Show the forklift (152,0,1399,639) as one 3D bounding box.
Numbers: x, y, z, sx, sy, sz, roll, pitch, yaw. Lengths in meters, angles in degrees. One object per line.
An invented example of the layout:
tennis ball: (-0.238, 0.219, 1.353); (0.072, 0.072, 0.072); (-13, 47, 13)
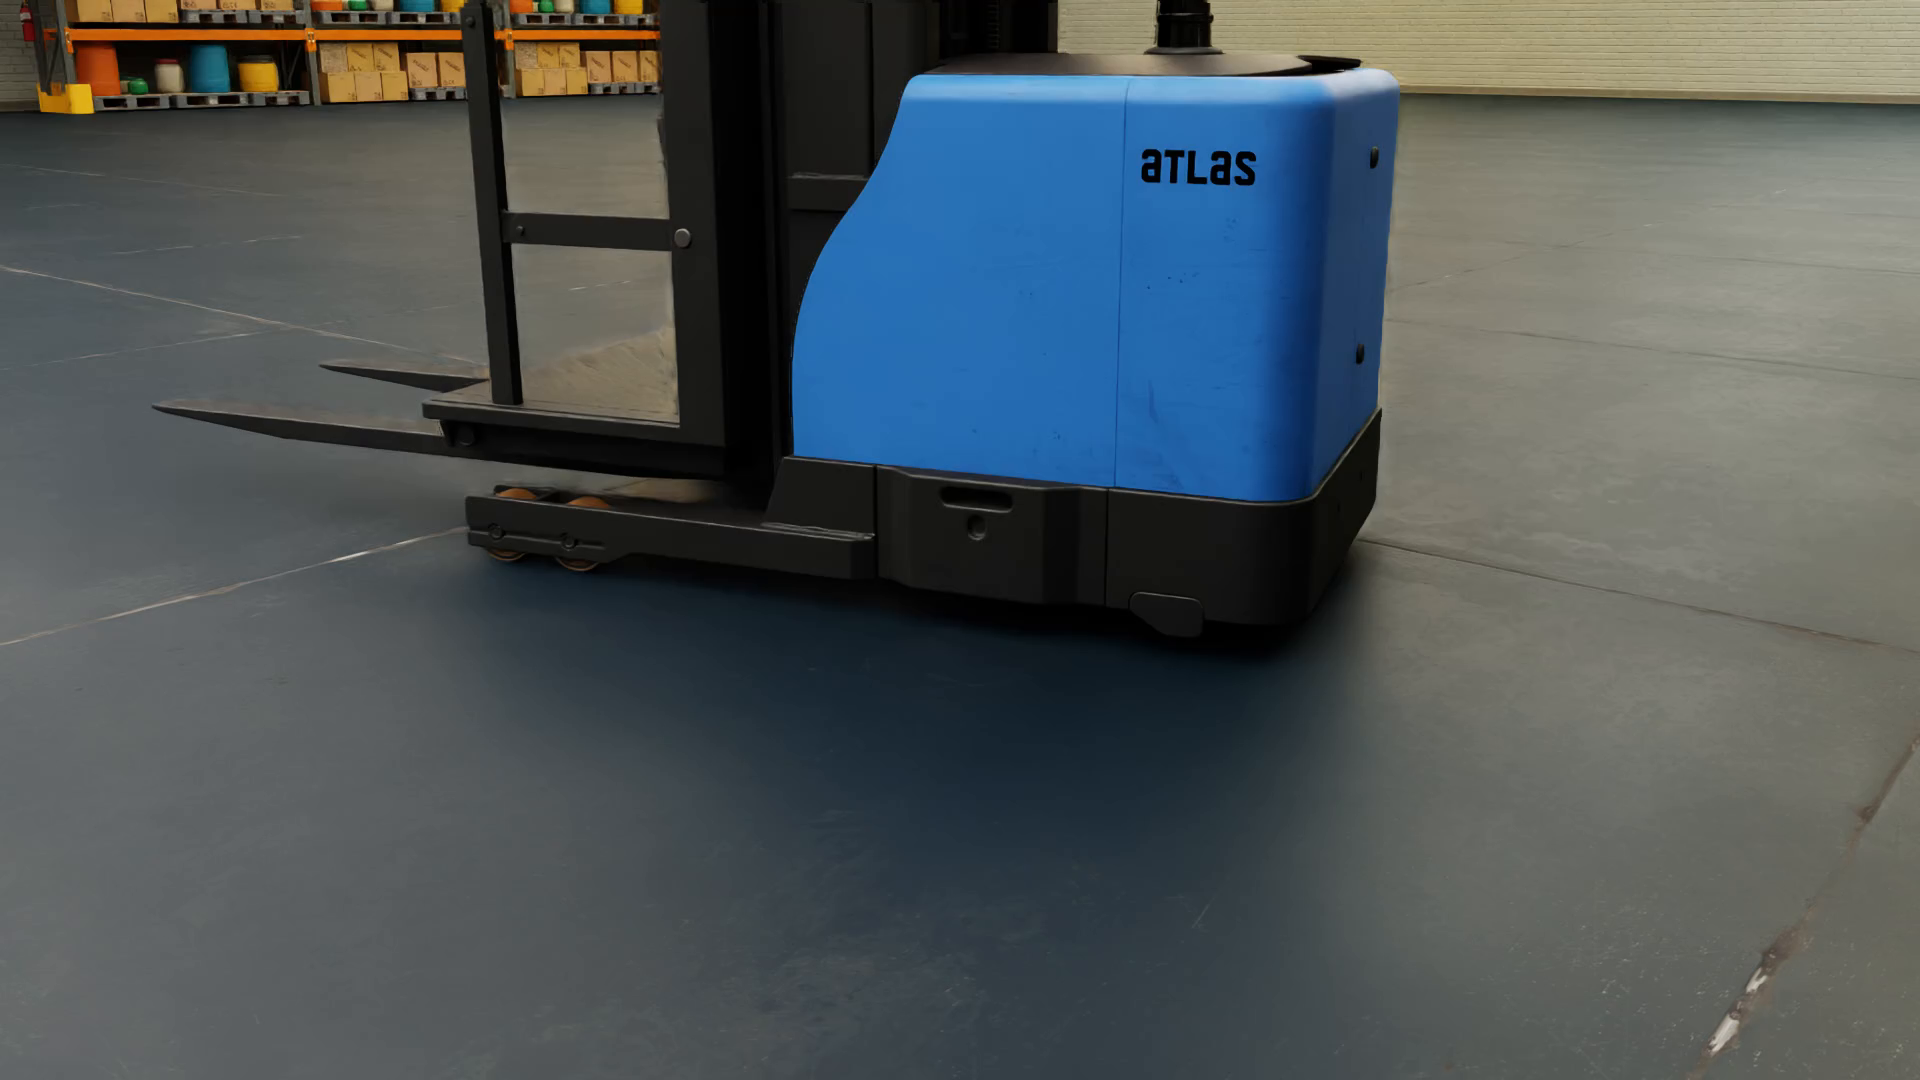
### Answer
forklift: (-0.576, -1.465, 3.723); (3.031, 2.935, 1.130); (7, 18, 21)
